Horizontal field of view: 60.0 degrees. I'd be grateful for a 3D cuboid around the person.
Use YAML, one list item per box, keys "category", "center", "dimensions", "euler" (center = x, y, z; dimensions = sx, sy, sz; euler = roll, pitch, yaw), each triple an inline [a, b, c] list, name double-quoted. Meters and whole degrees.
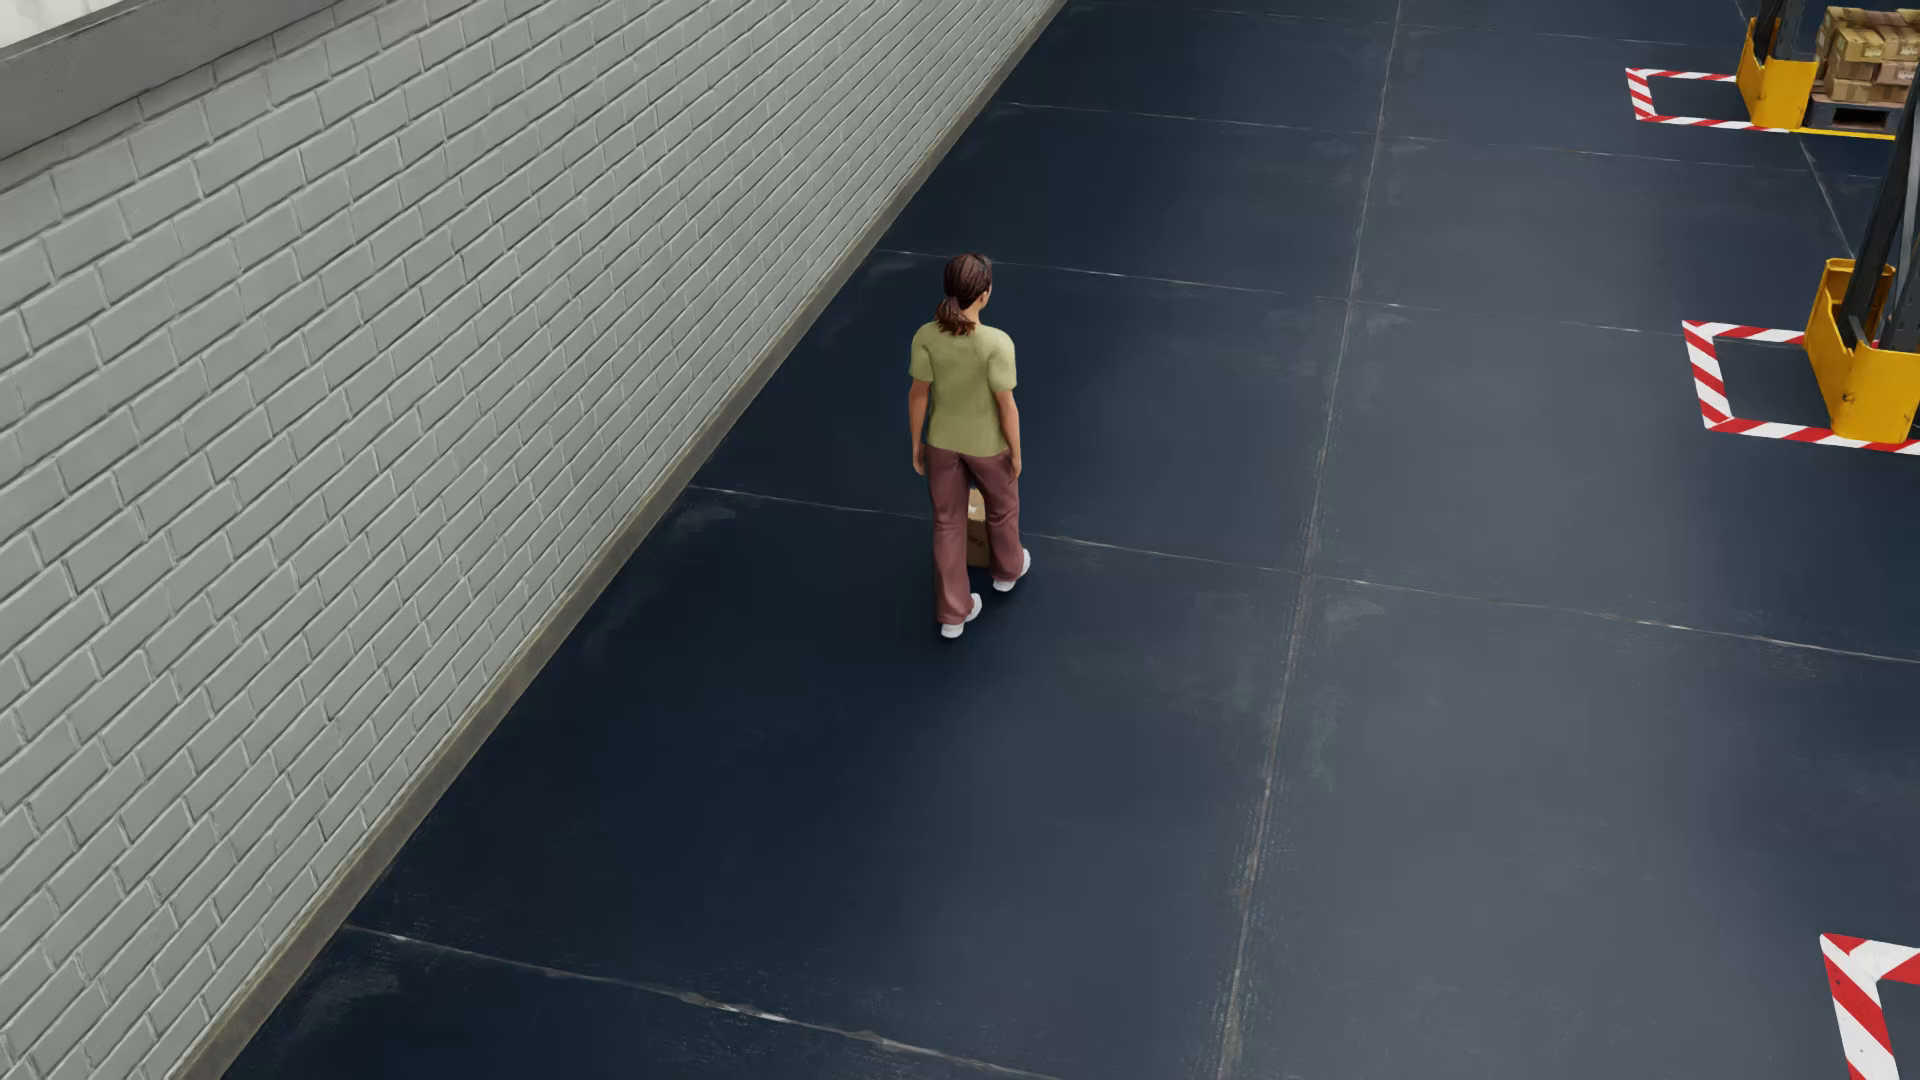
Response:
- category: "person"
  center: [0.072, -0.448, 6.815]
  dimensions: [0.461, 1.667, 0.686]
  euler: [9, 34, 14]
